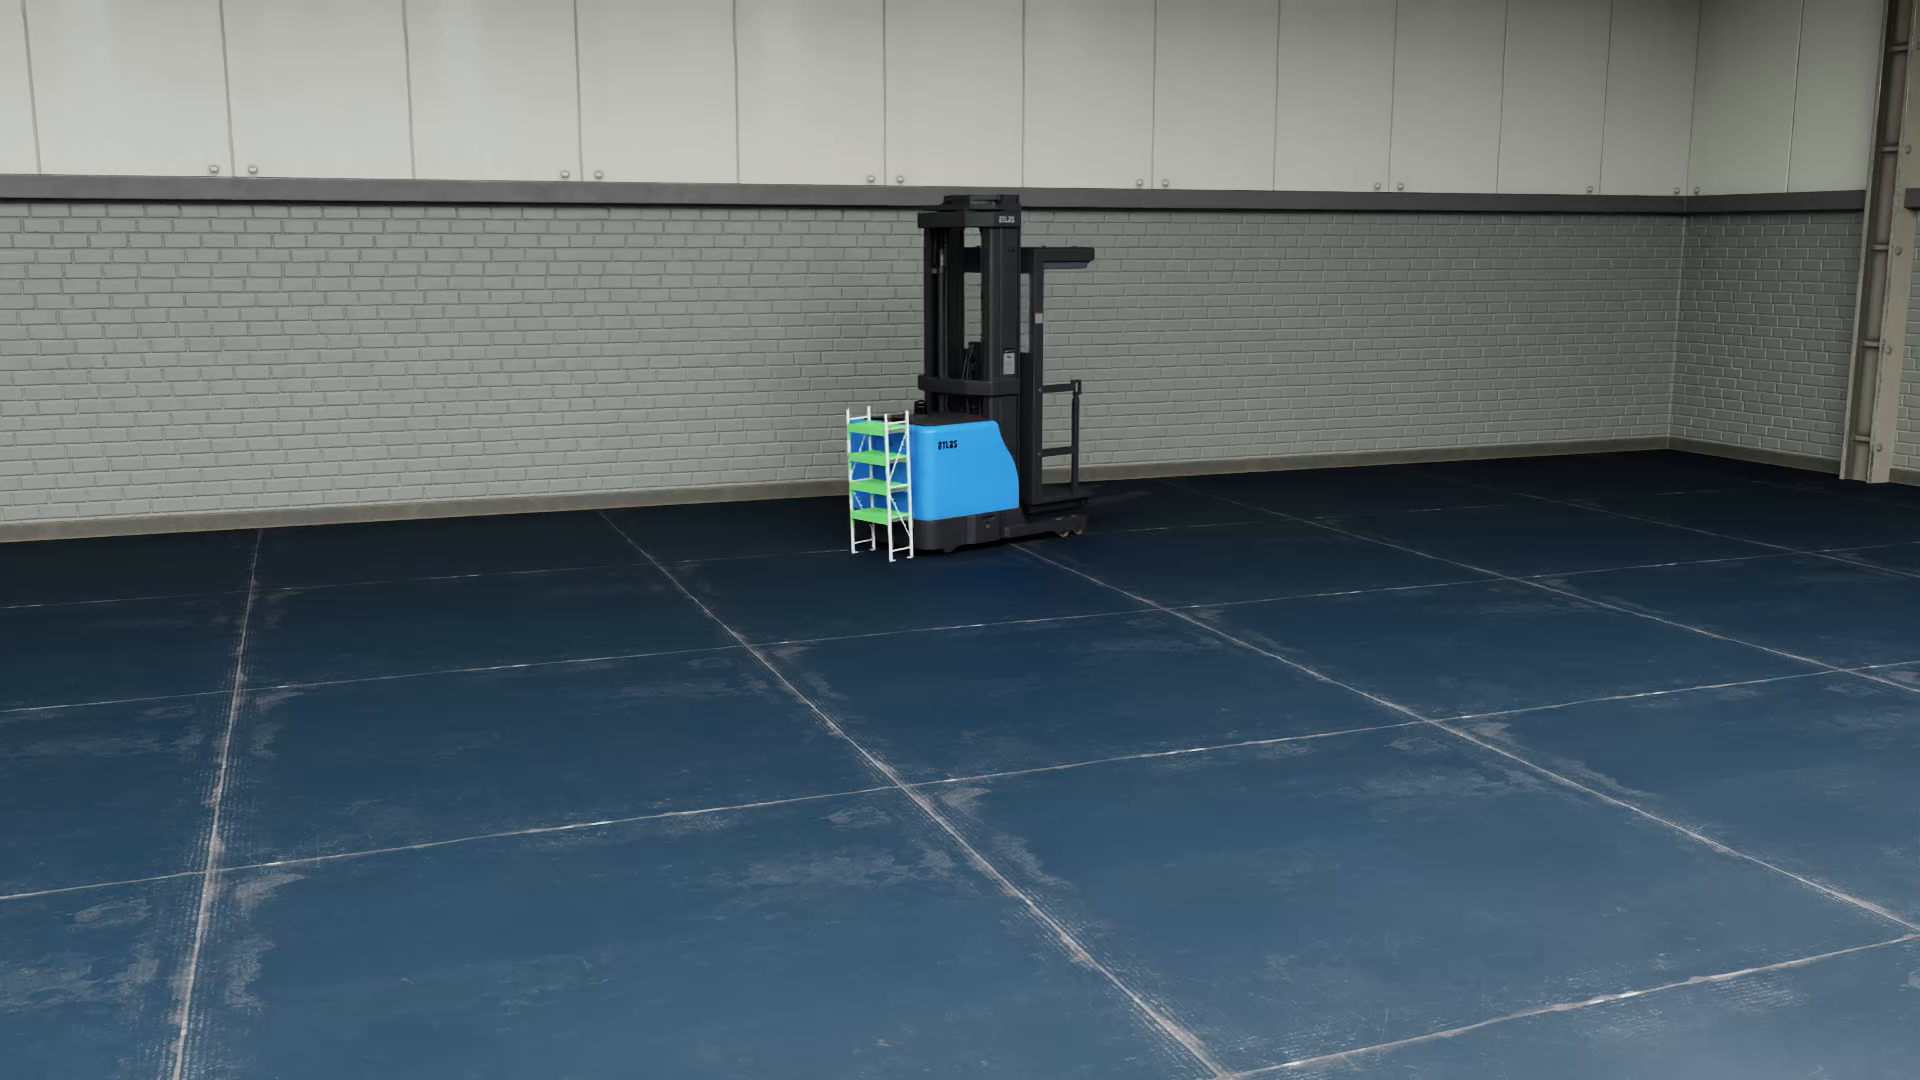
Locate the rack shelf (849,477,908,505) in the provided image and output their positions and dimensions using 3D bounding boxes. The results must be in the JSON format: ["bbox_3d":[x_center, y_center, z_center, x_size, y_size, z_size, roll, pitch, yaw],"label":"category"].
[{"bbox_3d":[-0.655,-0.403,13.594,0.258,0.148,0.480,-12,15,-41],"label":"rack shelf"}]

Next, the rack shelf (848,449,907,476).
[{"bbox_3d":[-0.661,-0.638,13.547,0.258,0.148,0.480,-12,15,-41],"label":"rack shelf"}]

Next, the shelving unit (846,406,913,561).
[{"bbox_3d":[-0.656,-0.465,13.582,0.258,1.200,0.503,-12,15,-41],"label":"shelving unit"}]

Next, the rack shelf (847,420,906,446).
[{"bbox_3d":[-0.667,-0.873,13.499,0.258,0.148,0.480,-12,15,-41],"label":"rack shelf"}]

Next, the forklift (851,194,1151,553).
[{"bbox_3d":[0.480,-1.532,14.665,3.031,2.935,1.130,-9,14,-43],"label":"forklift"}]

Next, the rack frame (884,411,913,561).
[{"bbox_3d":[-0.493,-0.434,13.404,0.240,1.200,0.015,-12,15,-41],"label":"rack frame"}]

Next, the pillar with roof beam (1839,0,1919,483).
[{"bbox_3d":[5.823,-4.808,15.754,9.100,9.000,0.400,-4,11,-21],"label":"pillar with roof beam"}]

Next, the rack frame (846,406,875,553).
[{"bbox_3d":[-0.820,-0.497,13.760,0.240,1.200,0.015,-12,15,-41],"label":"rack frame"}]

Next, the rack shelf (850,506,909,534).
[{"bbox_3d":[-0.648,-0.167,13.642,0.258,0.148,0.480,-12,15,-41],"label":"rack shelf"}]
